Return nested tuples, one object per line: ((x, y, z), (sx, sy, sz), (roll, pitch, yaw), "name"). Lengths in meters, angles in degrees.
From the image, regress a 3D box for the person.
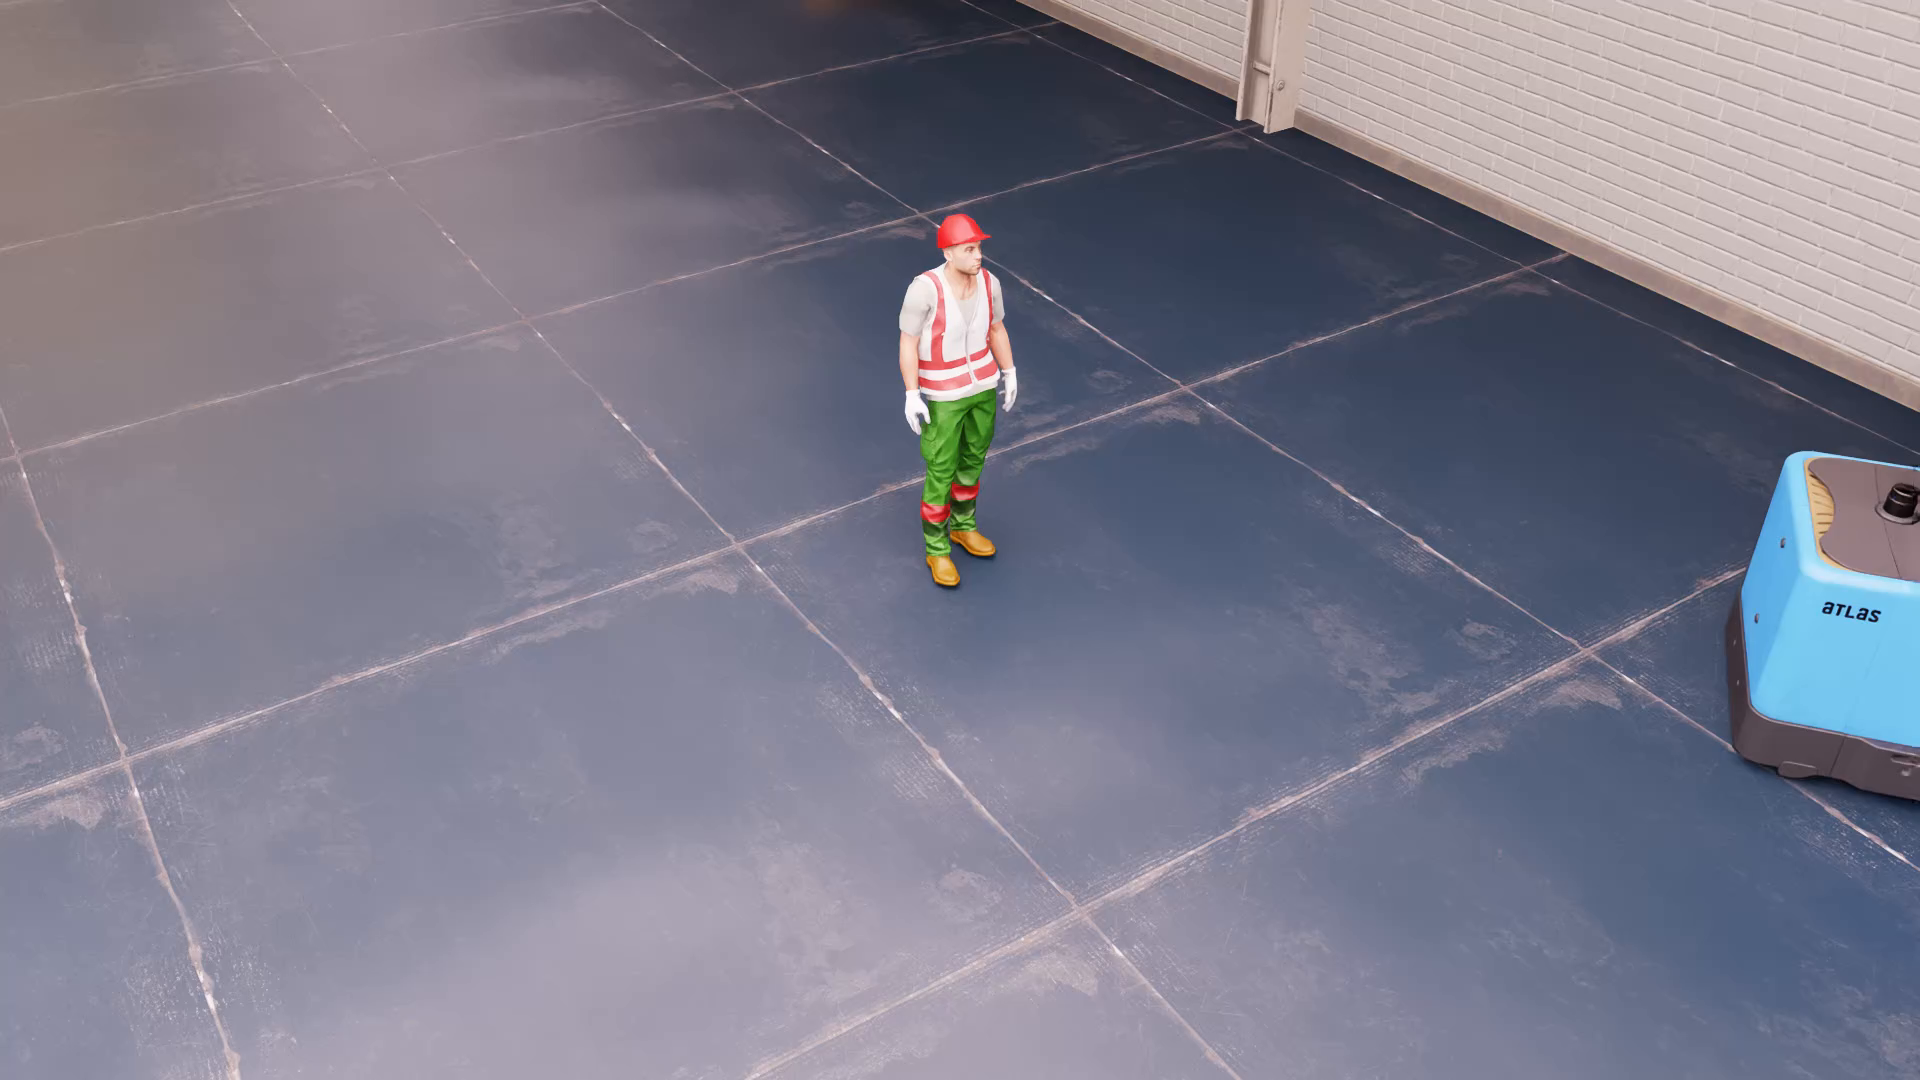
((0.034, -0.695, 8.118), (0.637, 1.790, 0.562), (-21, 40, -27), "person")

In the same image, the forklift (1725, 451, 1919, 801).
((4.965, -0.204, 6.437), (3.031, 2.935, 1.130), (11, 37, 15), "forklift")
